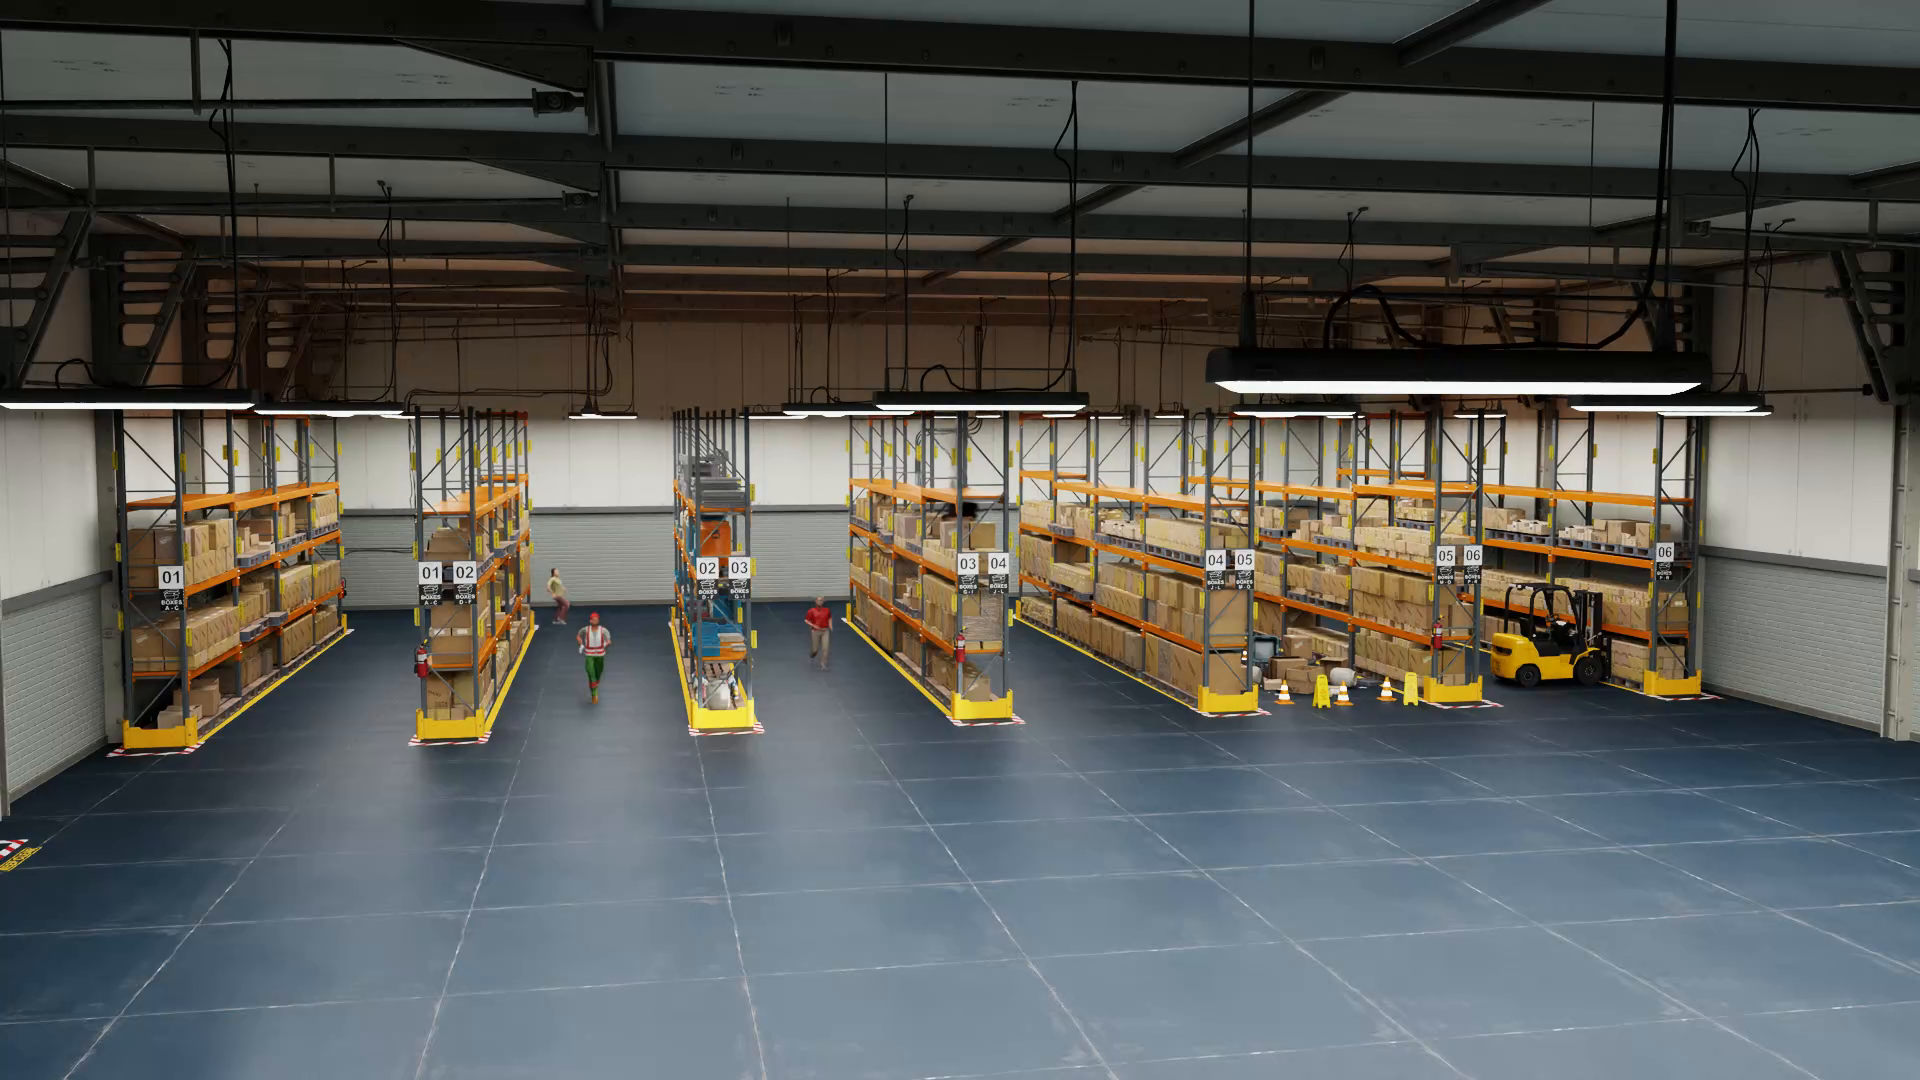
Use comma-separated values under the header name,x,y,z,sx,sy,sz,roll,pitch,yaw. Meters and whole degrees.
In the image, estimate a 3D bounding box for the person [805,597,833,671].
name,x,y,z,sx,sy,sz,roll,pitch,yaw
person,-3.238,2.149,38.389,0.674,1.682,0.782,-1,4,-19

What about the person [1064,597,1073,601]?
name,x,y,z,sx,sy,sz,roll,pitch,yaw
person,3.246,1.352,49.515,0.755,1.756,0.869,-3,5,-35

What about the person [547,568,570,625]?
name,x,y,z,sx,sy,sz,roll,pitch,yaw
person,-11.258,1.593,46.807,0.575,1.628,0.629,0,4,4

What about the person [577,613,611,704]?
name,x,y,z,sx,sy,sz,roll,pitch,yaw
person,-7.482,2.389,34.074,0.652,1.803,0.983,-2,4,-20
